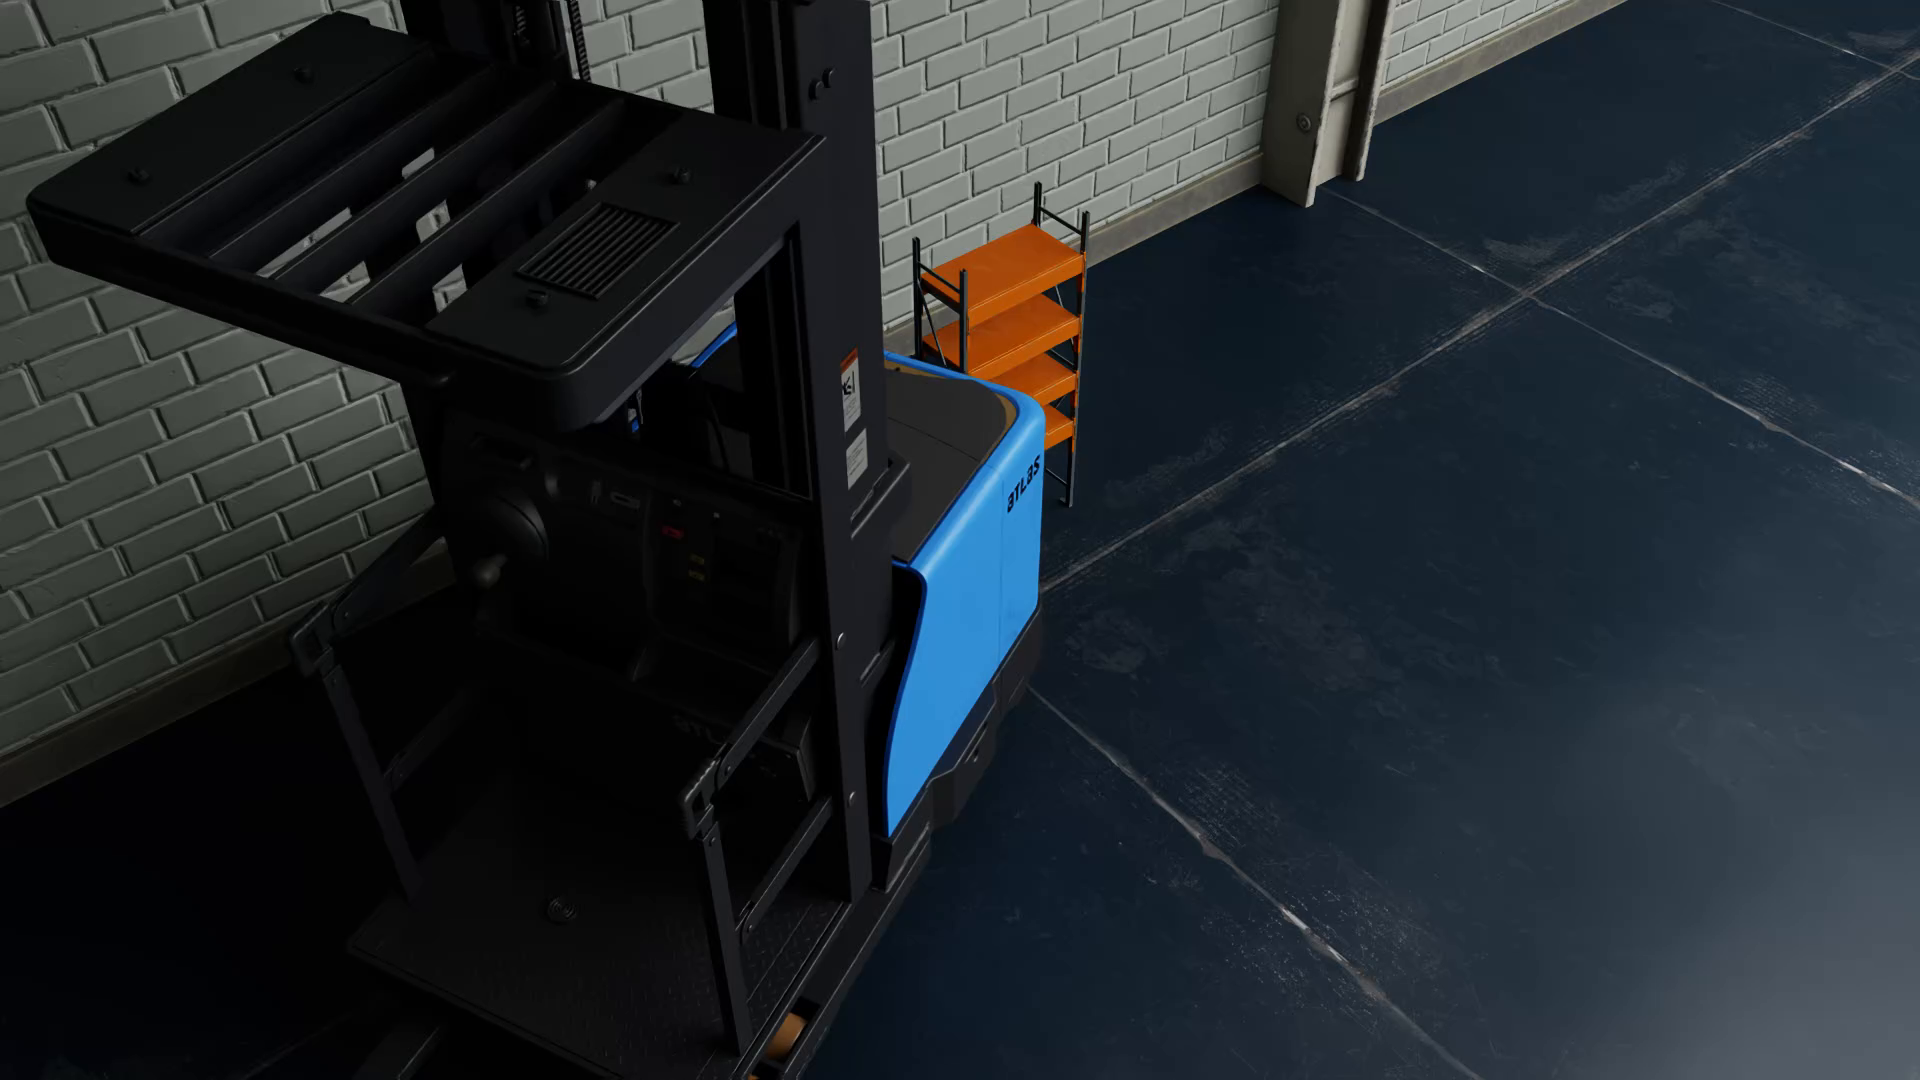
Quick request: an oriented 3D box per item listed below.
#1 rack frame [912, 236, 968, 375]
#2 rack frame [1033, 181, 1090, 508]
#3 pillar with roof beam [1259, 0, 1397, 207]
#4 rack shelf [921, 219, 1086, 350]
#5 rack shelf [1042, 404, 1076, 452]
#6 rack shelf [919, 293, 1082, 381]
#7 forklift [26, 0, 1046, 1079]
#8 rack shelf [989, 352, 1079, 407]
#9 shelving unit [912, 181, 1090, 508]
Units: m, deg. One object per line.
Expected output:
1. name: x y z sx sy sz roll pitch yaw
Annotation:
1. rack frame: -0.060 -0.403 5.303 0.015 1.200 0.240 -30 51 -28
2. rack frame: 0.314 -0.617 5.531 0.015 1.200 0.240 -30 51 -28
3. pillar with roof beam: 4.332 -2.646 1.994 0.400 9.000 9.100 -30 51 -28
4. rack shelf: 0.127 -0.796 5.148 0.480 0.148 0.258 -30 51 -28
5. rack shelf: 0.127 -0.316 5.599 0.480 0.148 0.258 -30 51 -28
6. rack shelf: 0.127 -0.624 5.310 0.480 0.148 0.258 -30 51 -28
7. forklift: -0.849 0.080 3.524 1.130 2.935 3.031 19 46 19
8. rack shelf: 0.127 -0.461 5.463 0.480 0.148 0.258 -30 51 -28
9. shelving unit: 0.127 -0.510 5.417 0.503 1.200 0.258 -30 51 -28
